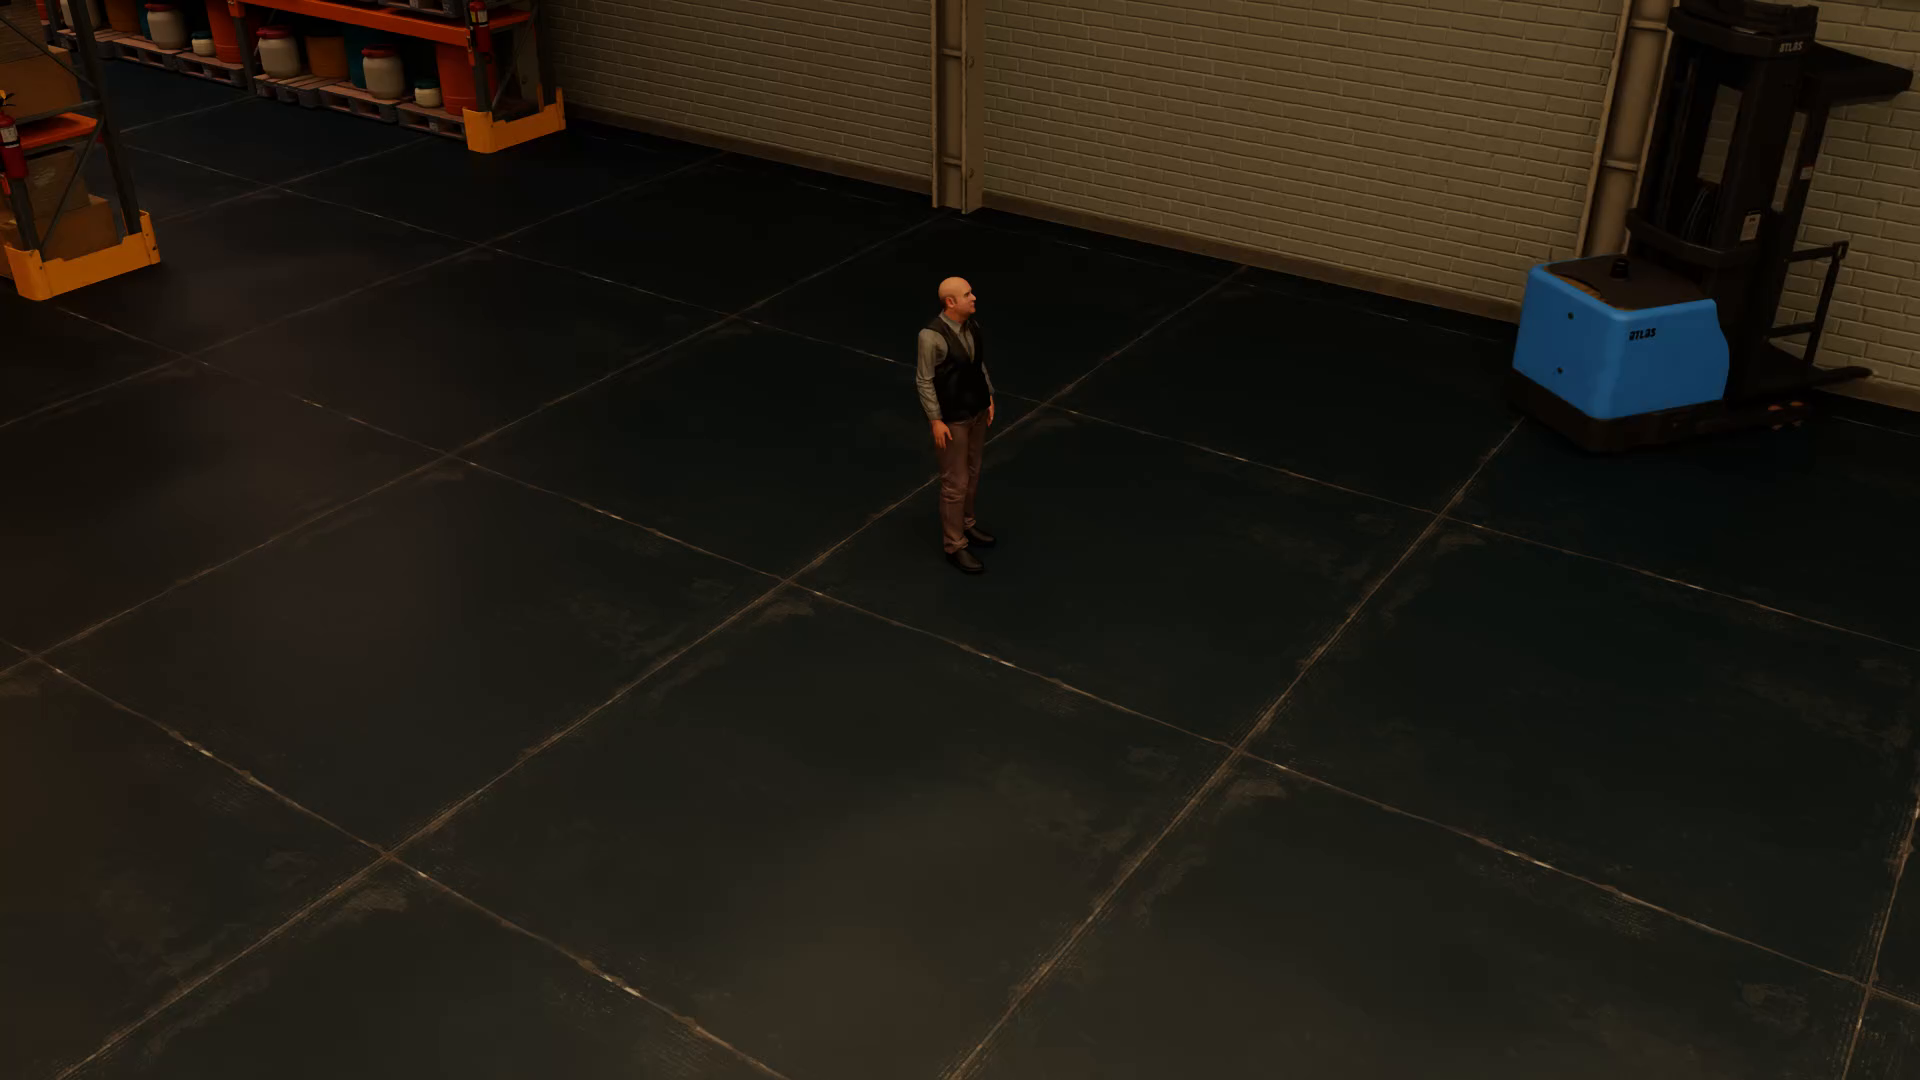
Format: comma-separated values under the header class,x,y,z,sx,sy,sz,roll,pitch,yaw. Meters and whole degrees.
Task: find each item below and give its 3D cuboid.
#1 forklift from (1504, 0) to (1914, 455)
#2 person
class,x,y,z,sx,sy,sz,roll,pitch,yaw
forklift,5.556,-2.300,11.541,3.031,2.935,1.130,-10,32,-17
person,0.054,-0.728,10.024,0.552,1.720,0.632,19,35,29
